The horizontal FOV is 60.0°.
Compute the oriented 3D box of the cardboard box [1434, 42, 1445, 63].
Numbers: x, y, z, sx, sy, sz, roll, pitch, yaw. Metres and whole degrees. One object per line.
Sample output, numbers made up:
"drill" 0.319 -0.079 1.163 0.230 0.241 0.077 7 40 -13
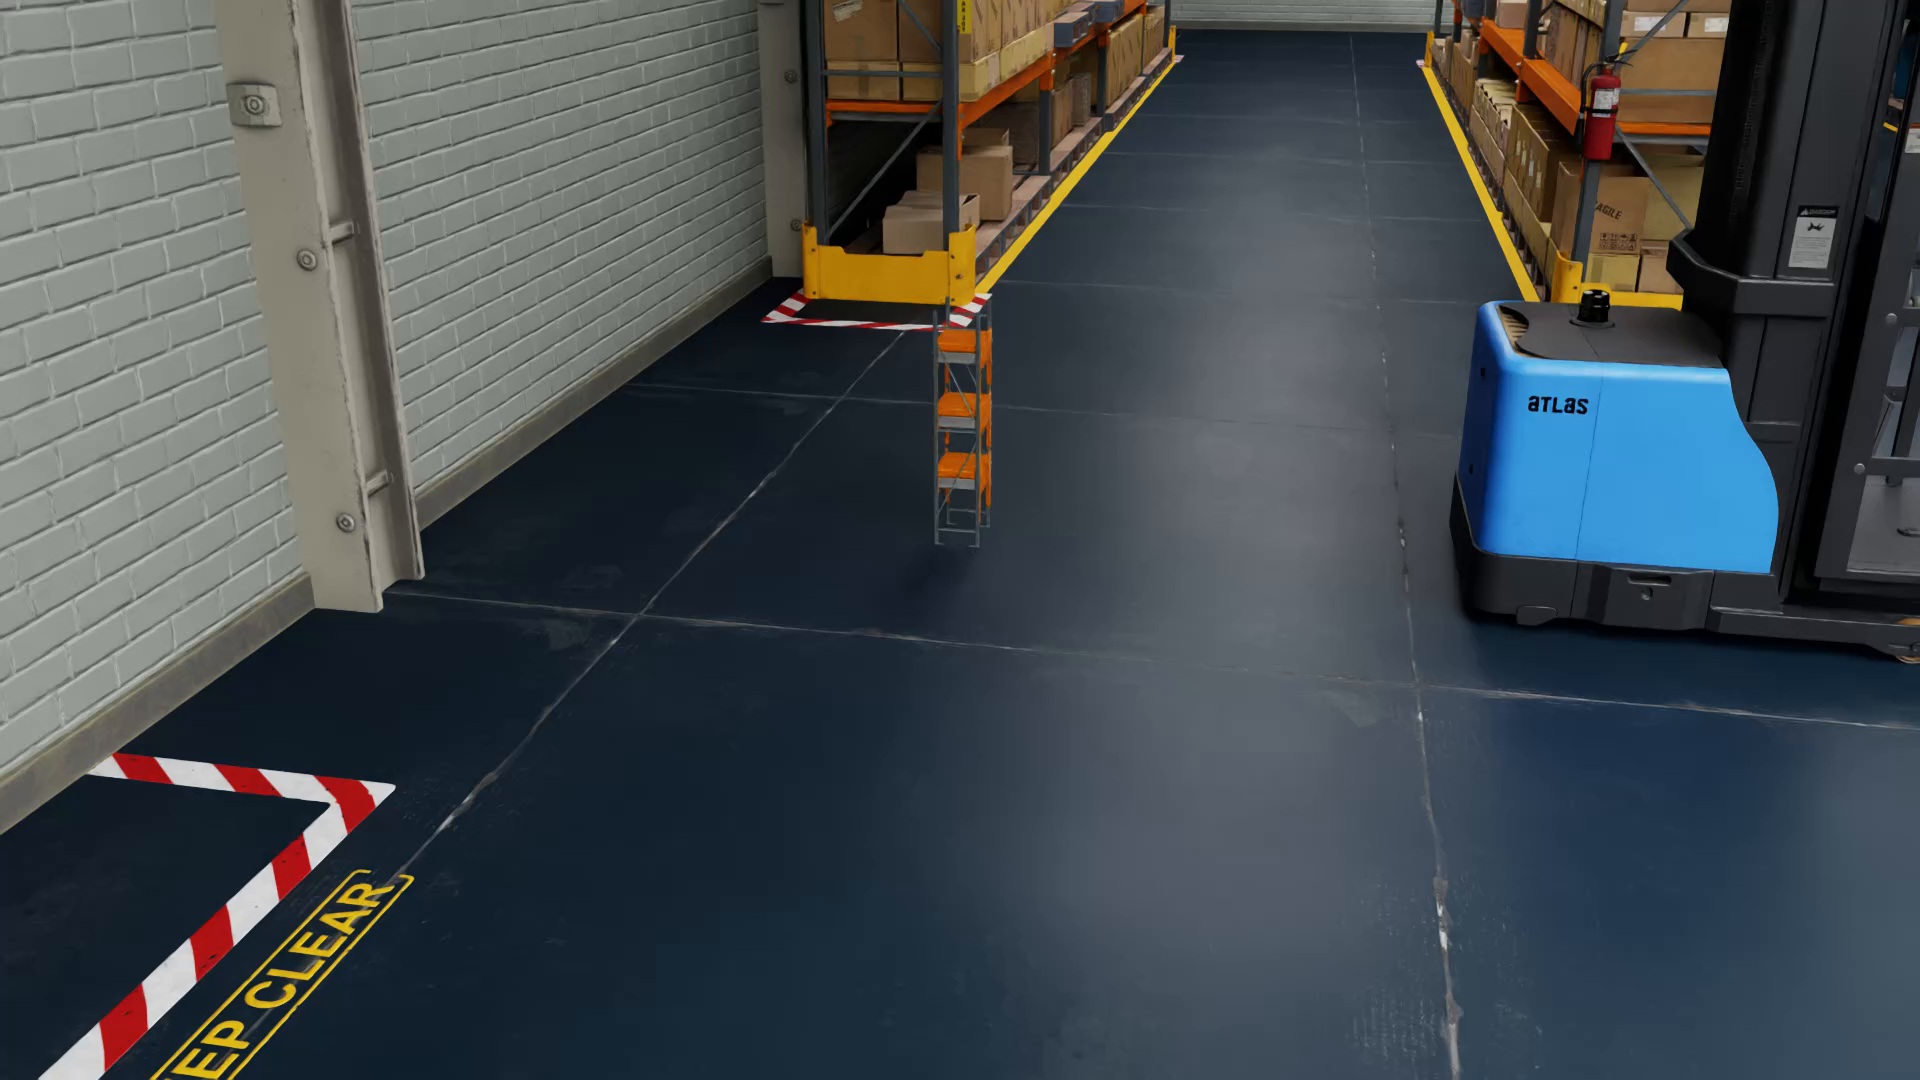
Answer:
"cardboard box" 7.016 -6.918 23.607 0.500 0.250 0.500 4 22 11

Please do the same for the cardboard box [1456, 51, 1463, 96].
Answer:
"cardboard box" 6.248 -5.577 19.944 0.500 0.500 0.500 5 22 12

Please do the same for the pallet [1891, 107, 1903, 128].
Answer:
"pallet" 11.196 -4.670 18.667 1.003 0.211 1.213 4 22 11

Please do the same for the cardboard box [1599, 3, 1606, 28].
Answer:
"cardboard box" 4.339 -3.371 10.707 0.380 0.149 0.250 4 22 10

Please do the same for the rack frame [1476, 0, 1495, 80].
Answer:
"rack frame" 5.976 -5.606 17.259 1.000 3.000 0.127 4 22 11

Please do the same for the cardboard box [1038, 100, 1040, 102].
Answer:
"cardboard box" 0.500 -4.027 16.096 0.700 0.500 0.500 4 22 10

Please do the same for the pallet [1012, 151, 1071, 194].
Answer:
"pallet" 0.467 -3.511 15.789 1.003 0.211 1.213 4 22 11

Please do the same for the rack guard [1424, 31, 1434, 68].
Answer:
"rack guard" 7.593 -7.345 24.921 1.175 0.500 0.348 4 22 11

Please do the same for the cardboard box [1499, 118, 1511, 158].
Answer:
"cardboard box" 4.962 -3.493 14.379 0.500 0.311 0.500 4 22 11

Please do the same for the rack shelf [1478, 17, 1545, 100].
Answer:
"rack shelf" 5.568 -4.541 15.577 1.077 0.370 4.000 4 22 11

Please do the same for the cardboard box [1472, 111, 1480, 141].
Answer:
"cardboard box" 5.480 -4.173 16.817 0.500 0.250 0.500 4 22 9

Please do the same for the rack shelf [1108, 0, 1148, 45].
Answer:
"rack shelf" 1.534 -6.380 20.143 1.077 0.370 4.000 4 22 11

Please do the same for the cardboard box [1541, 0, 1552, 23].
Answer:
"cardboard box" 5.440 -4.662 14.780 0.500 0.500 0.500 6 23 15

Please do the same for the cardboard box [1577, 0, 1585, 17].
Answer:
"cardboard box" 4.549 -3.749 11.646 0.380 0.149 0.250 4 22 10

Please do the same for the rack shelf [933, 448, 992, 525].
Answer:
"rack shelf" 0.011 -0.239 7.314 0.215 0.259 0.240 4 22 11

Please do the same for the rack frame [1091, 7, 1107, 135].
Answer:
"rack frame" 1.126 -5.983 18.193 1.000 3.000 0.127 4 22 11

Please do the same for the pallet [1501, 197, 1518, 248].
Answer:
"pallet" 4.957 -2.562 13.433 1.003 0.211 1.213 4 22 11

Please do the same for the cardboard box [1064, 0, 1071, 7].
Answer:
"cardboard box" 0.672 -5.401 16.025 0.700 0.500 0.500 8 23 18

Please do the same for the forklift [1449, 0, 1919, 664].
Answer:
"forklift" 3.563 -1.100 6.162 3.031 2.935 1.130 4 22 10

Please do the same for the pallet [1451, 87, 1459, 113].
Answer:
"pallet" 6.663 -5.475 20.666 1.003 0.211 1.213 4 22 11

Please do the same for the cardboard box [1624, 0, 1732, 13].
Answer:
"cardboard box" 4.462 -3.518 10.203 0.700 0.500 0.500 5 22 11

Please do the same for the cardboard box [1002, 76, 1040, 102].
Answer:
"cardboard box" 0.530 -4.344 15.877 0.500 0.250 0.500 4 22 10

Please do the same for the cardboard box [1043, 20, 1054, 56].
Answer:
"cardboard box" 0.510 -4.263 14.097 0.500 0.250 0.500 5 22 11

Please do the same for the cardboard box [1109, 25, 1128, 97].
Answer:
"cardboard box" 1.589 -5.759 19.953 0.750 0.750 0.750 4 22 11

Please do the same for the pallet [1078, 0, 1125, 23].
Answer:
"pallet" 1.085 -5.625 17.561 1.213 0.211 1.003 4 22 11

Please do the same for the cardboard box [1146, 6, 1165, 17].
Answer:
"cardboard box" 2.865 -7.920 24.919 0.380 0.149 0.250 4 22 10

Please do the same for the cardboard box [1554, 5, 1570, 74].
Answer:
"cardboard box" 4.974 -3.834 12.723 0.700 0.500 0.500 4 22 10

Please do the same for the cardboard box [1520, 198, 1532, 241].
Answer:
"cardboard box" 4.458 -2.368 12.337 0.500 0.250 0.500 4 22 11

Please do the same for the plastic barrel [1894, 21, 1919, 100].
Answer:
"plastic barrel" 11.513 -5.714 19.773 0.600 0.901 0.708 4 22 11

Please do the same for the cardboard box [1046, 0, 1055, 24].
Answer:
"cardboard box" 0.516 -4.611 13.957 0.500 0.500 0.500 4 22 11

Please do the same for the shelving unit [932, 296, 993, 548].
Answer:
"shelving unit" 0.011 -0.507 7.206 0.215 1.050 0.252 4 22 11

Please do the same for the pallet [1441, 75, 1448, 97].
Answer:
"pallet" 6.933 -6.027 22.035 1.003 0.211 1.213 4 22 11

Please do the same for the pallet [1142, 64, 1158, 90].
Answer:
"pallet" 2.174 -6.424 23.022 1.003 0.211 1.213 4 22 11

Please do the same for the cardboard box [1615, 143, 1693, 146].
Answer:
"cardboard box" 4.979 -2.675 12.096 0.500 0.500 0.500 4 22 11

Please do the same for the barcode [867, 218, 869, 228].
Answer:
"barcode" -0.665 -2.301 12.050 0.001 0.075 0.075 4 22 11

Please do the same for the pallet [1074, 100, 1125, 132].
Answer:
"pallet" 1.360 -4.972 19.416 1.003 0.211 1.213 4 22 11

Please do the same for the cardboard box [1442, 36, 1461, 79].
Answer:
"cardboard box" 6.631 -6.344 21.847 0.500 0.500 0.500 4 22 11

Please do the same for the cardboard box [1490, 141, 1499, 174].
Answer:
"cardboard box" 5.066 -3.421 14.952 0.500 0.250 0.500 4 22 10

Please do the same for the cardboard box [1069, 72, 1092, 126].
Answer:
"cardboard box" 1.030 -4.760 17.914 0.700 0.500 0.500 5 22 12

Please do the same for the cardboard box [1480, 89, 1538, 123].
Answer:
"cardboard box" 5.376 -4.238 16.228 0.500 0.311 0.500 4 22 9

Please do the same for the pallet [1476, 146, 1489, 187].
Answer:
"pallet" 5.519 -3.570 15.935 1.003 0.211 1.213 4 22 11

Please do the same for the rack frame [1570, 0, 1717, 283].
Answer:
"rack frame" 4.344 -2.681 9.994 1.000 3.000 0.127 4 22 11

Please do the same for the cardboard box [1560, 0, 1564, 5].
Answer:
"cardboard box" 4.761 -4.125 12.578 0.380 0.149 0.250 4 22 10

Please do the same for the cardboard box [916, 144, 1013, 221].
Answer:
"cardboard box" 0.038 -2.820 13.099 0.700 0.500 0.500 3 22 8

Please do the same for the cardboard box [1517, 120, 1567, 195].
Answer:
"cardboard box" 4.555 -2.899 12.652 0.500 0.500 0.500 4 22 11

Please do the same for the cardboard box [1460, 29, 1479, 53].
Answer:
"cardboard box" 6.251 -5.938 19.834 0.500 0.250 0.500 5 22 11

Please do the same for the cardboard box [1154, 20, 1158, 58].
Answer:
"cardboard box" 2.509 -7.313 24.280 0.700 0.500 0.500 4 22 9

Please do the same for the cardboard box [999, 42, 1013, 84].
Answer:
"cardboard box" 0.106 -3.528 12.271 0.500 0.250 0.500 4 22 10

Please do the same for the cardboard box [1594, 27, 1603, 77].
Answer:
"cardboard box" 4.554 -3.089 10.875 0.700 0.500 0.500 5 22 12

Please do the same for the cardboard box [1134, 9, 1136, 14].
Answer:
"cardboard box" 2.389 -7.765 24.534 0.380 0.149 0.250 5 22 11

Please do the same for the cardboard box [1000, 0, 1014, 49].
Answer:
"cardboard box" 0.107 -3.864 12.104 0.500 0.500 0.500 4 22 9
